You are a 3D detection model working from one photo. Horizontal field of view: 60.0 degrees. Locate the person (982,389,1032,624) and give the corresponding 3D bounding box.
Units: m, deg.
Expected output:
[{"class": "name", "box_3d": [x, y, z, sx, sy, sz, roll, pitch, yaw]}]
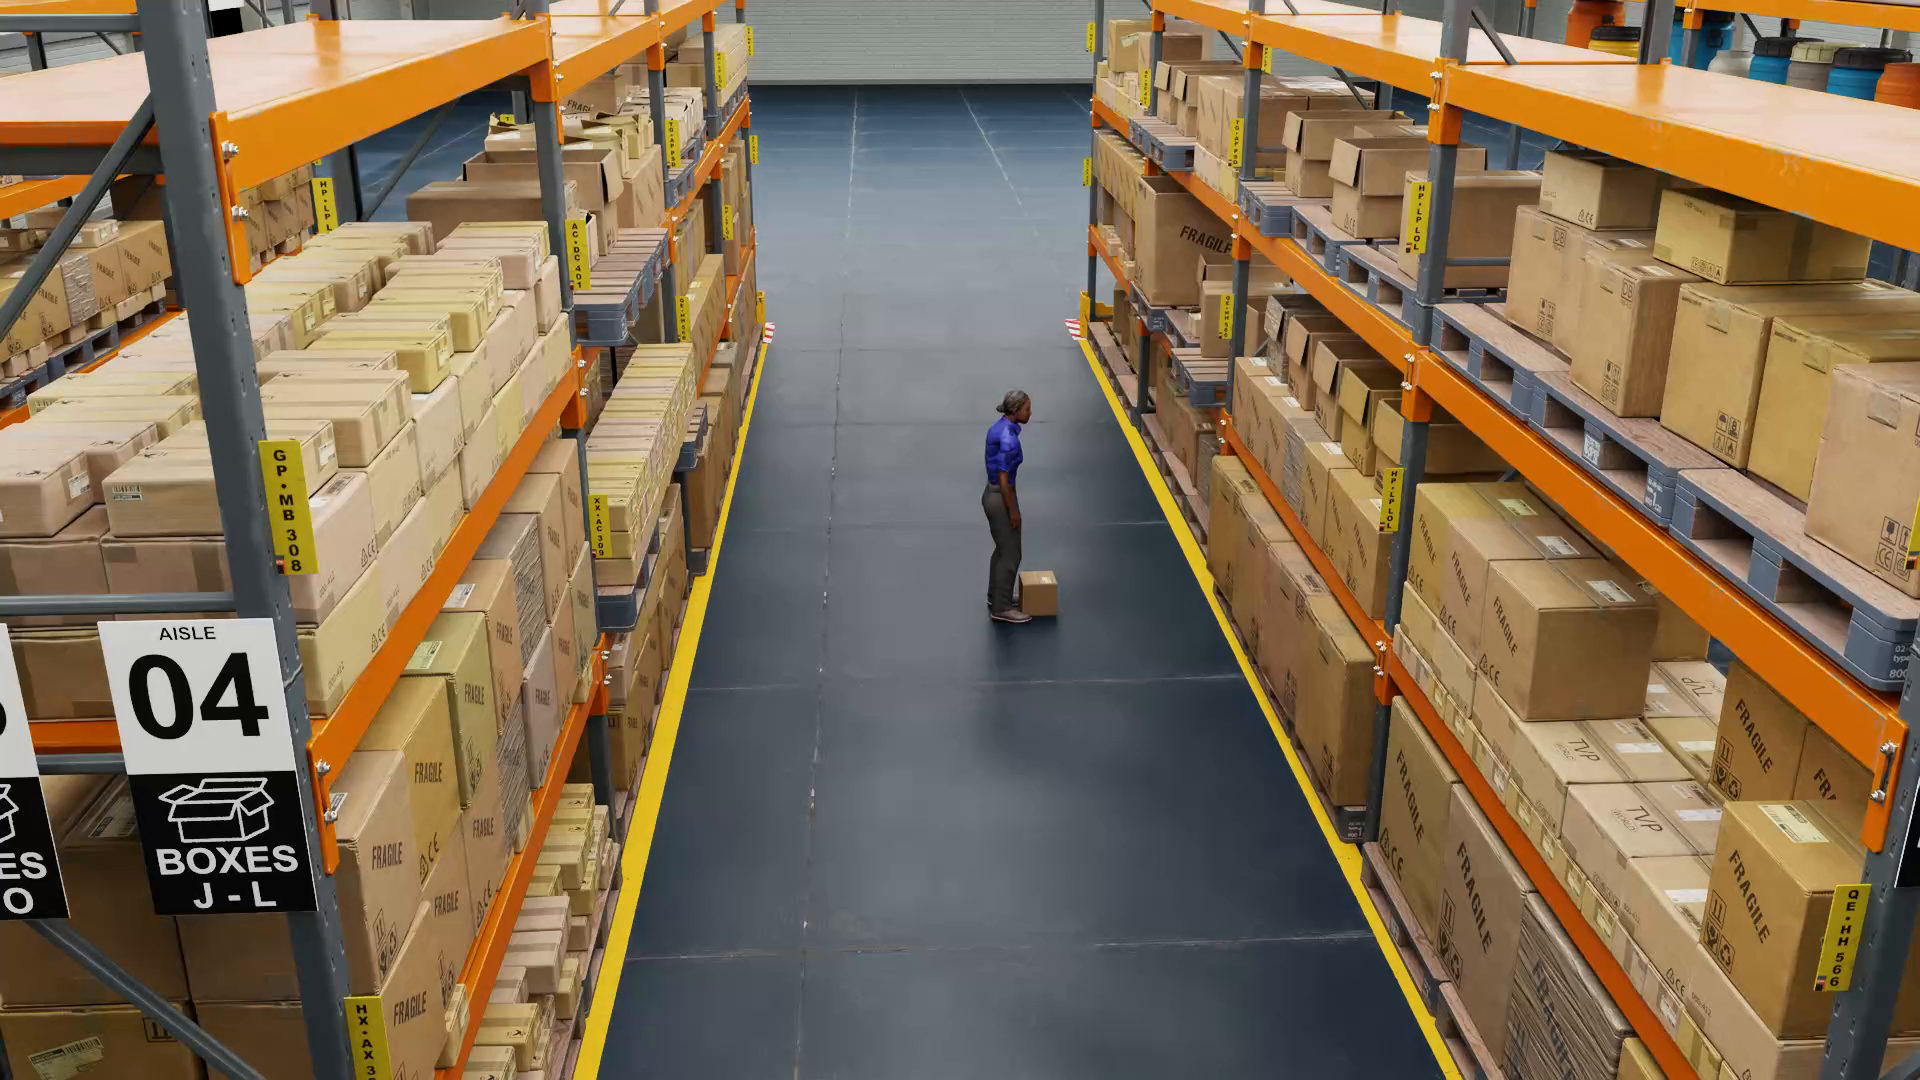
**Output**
[{"class": "person", "box_3d": [0.331, -0.261, 11.780, 0.346, 1.655, 0.506, -1, 21, -3]}]
